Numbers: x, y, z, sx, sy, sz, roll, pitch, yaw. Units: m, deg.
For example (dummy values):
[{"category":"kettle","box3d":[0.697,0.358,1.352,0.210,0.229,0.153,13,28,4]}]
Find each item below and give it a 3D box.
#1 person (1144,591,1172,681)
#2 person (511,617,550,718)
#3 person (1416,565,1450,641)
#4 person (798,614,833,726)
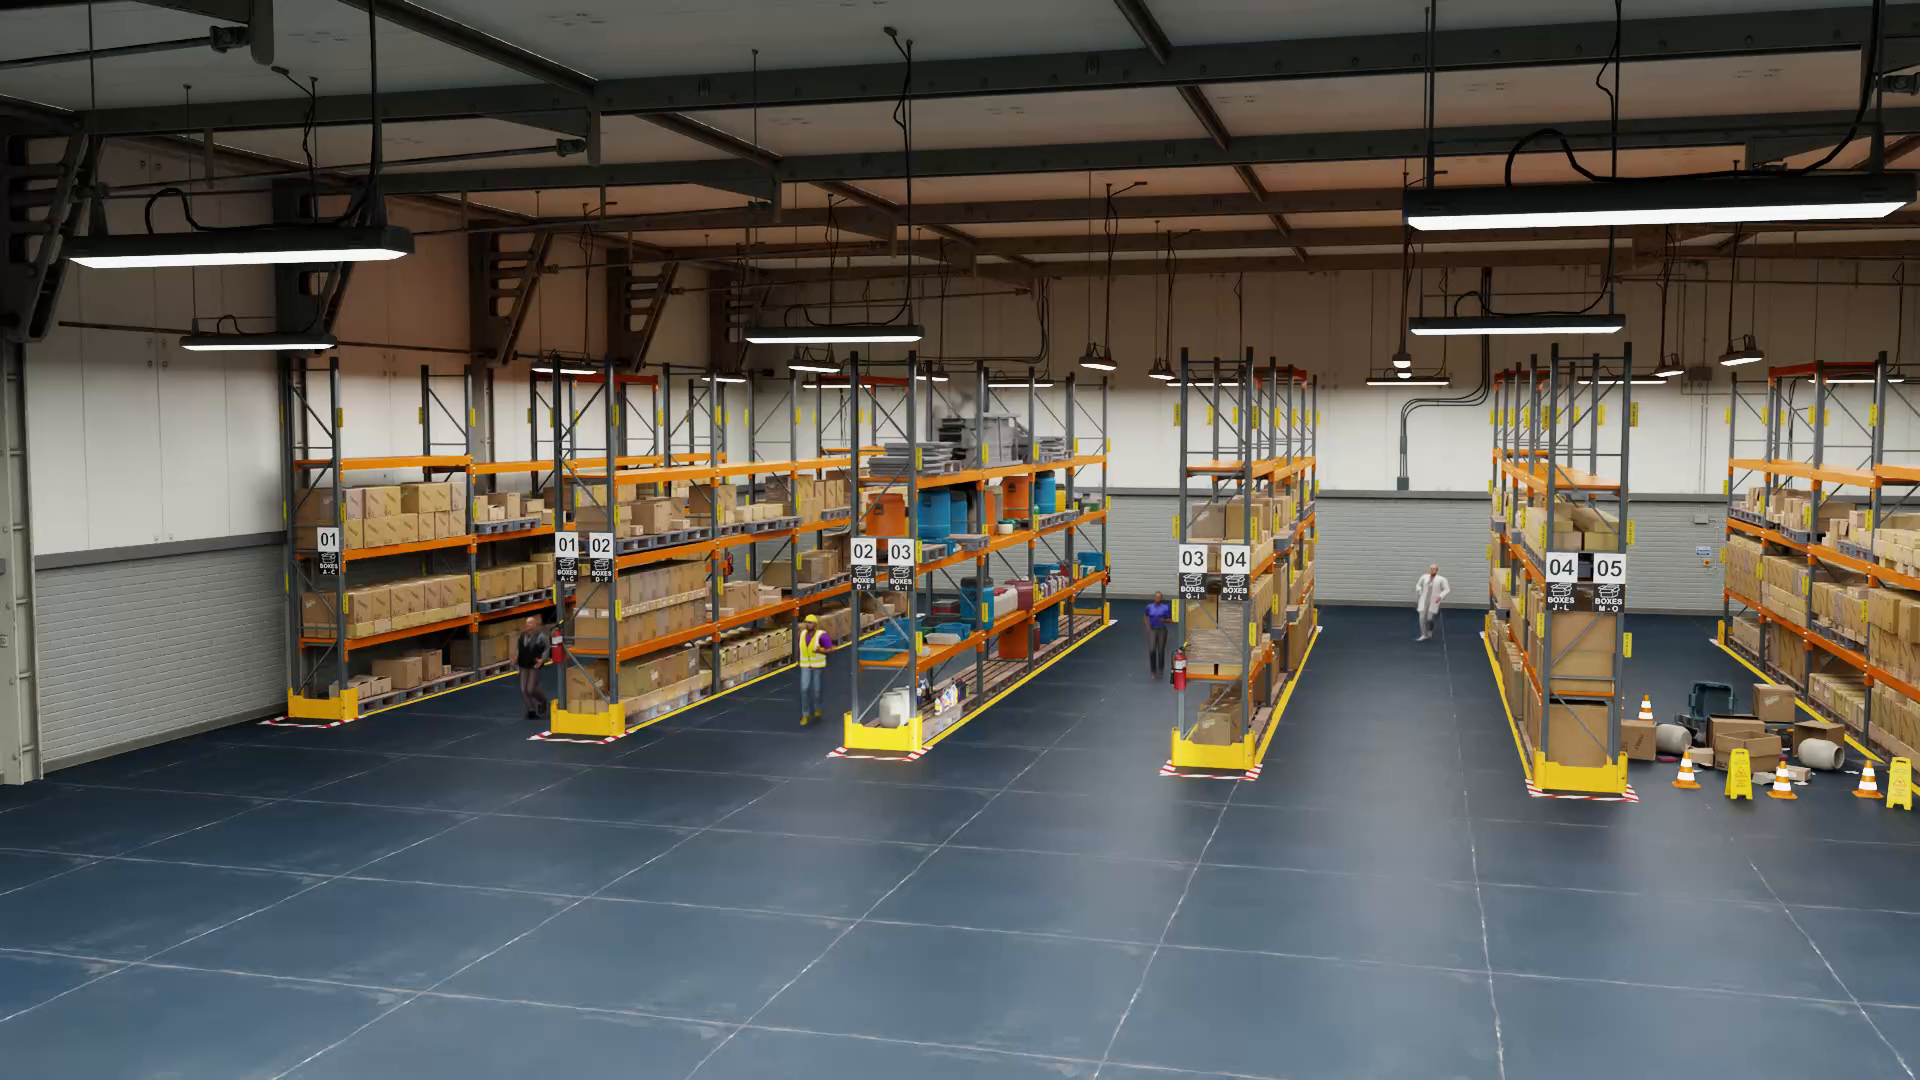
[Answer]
[{"category":"person","box3d":[3.795,1.834,31.936,0.560,1.712,0.711,1,4,10]},{"category":"person","box3d":[-7.151,2.128,27.685,0.675,1.682,0.546,1,4,16]},{"category":"person","box3d":[10.565,1.409,37.307,0.733,1.725,0.675,3,5,34]},{"category":"person","box3d":[-2.390,2.126,27.337,0.664,1.833,0.783,1,4,11]}]
